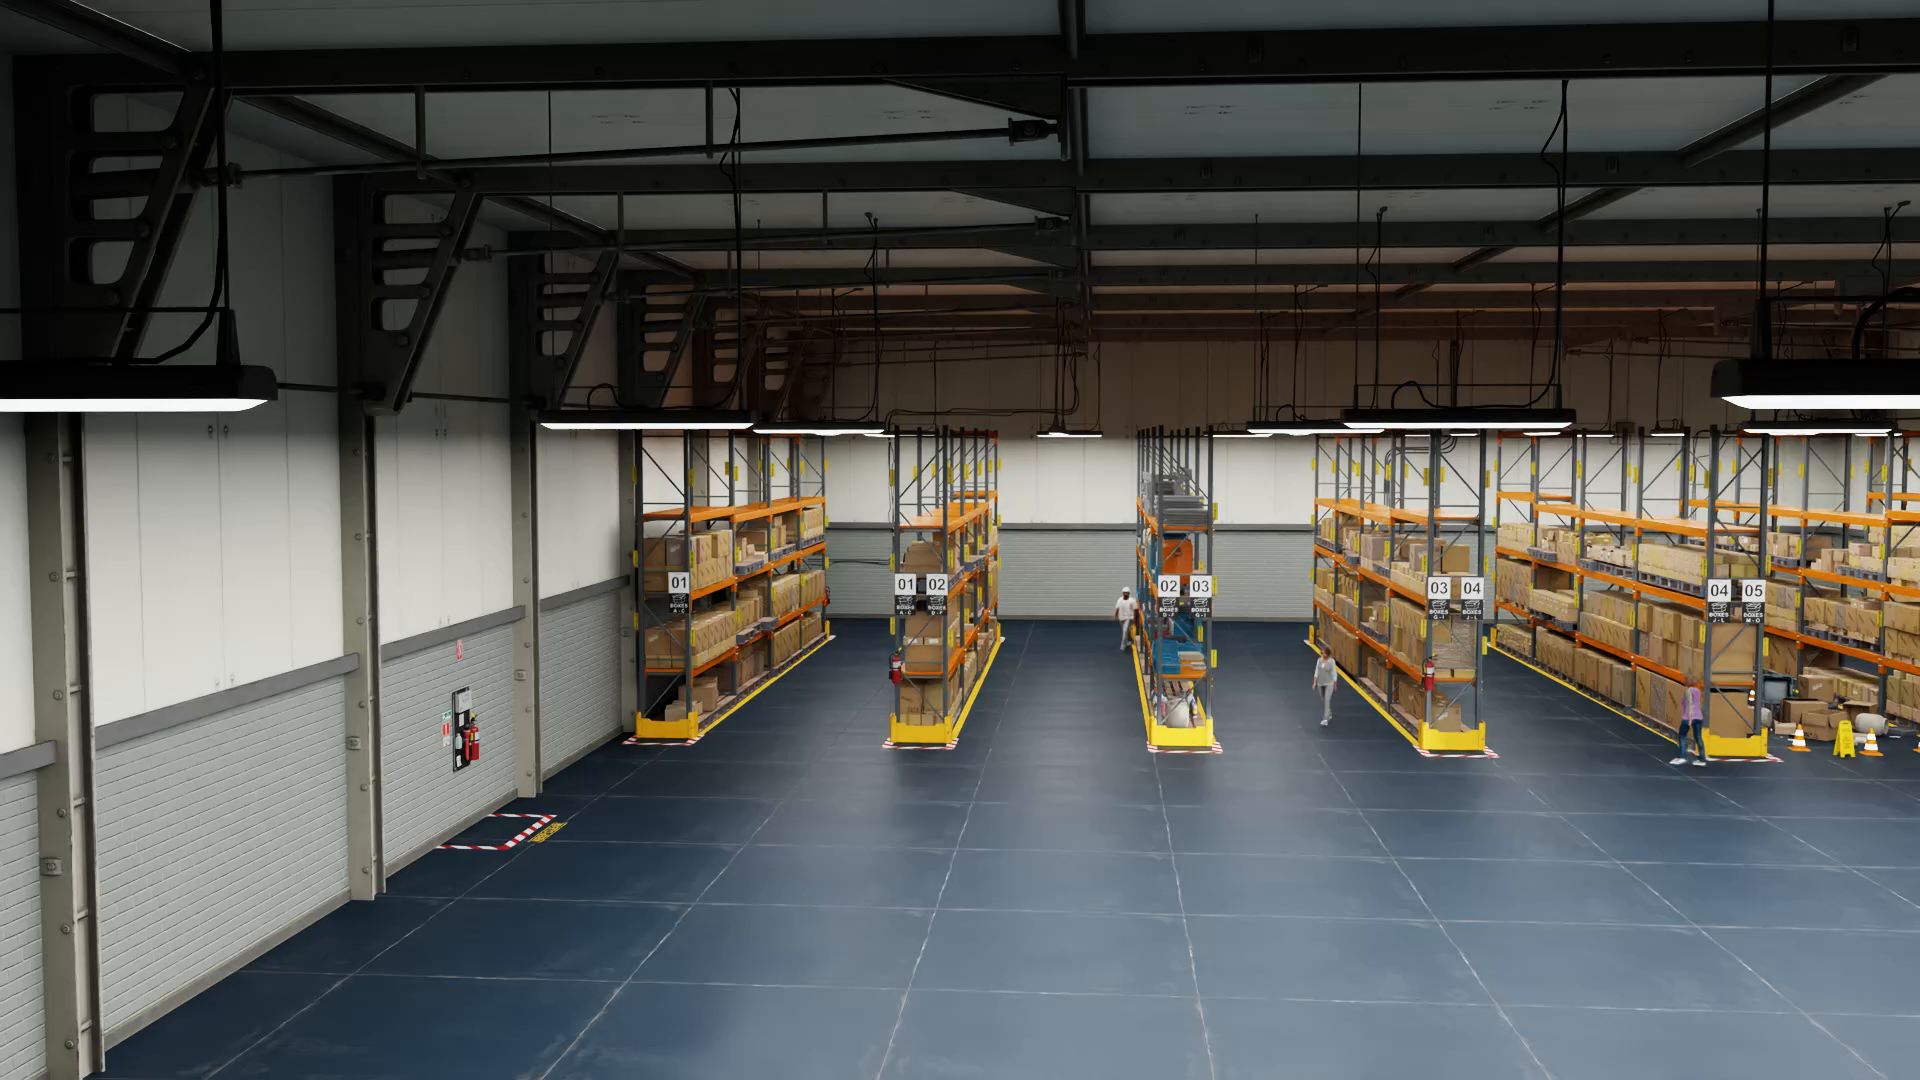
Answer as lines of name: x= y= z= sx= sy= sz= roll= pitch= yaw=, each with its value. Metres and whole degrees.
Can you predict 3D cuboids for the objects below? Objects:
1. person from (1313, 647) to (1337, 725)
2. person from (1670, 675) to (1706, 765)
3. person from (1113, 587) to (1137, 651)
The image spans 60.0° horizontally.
person: x=7.361 y=2.923 z=33.489 sx=0.426 sy=1.561 sz=0.817 roll=3 pitch=5 yaw=43
person: x=12.905 y=3.181 z=29.270 sx=0.421 sy=1.611 sz=0.654 roll=-1 pitch=4 yaw=-22
person: x=4.520 y=2.135 z=45.272 sx=0.599 sy=1.714 sz=1.109 roll=2 pitch=4 yaw=35
